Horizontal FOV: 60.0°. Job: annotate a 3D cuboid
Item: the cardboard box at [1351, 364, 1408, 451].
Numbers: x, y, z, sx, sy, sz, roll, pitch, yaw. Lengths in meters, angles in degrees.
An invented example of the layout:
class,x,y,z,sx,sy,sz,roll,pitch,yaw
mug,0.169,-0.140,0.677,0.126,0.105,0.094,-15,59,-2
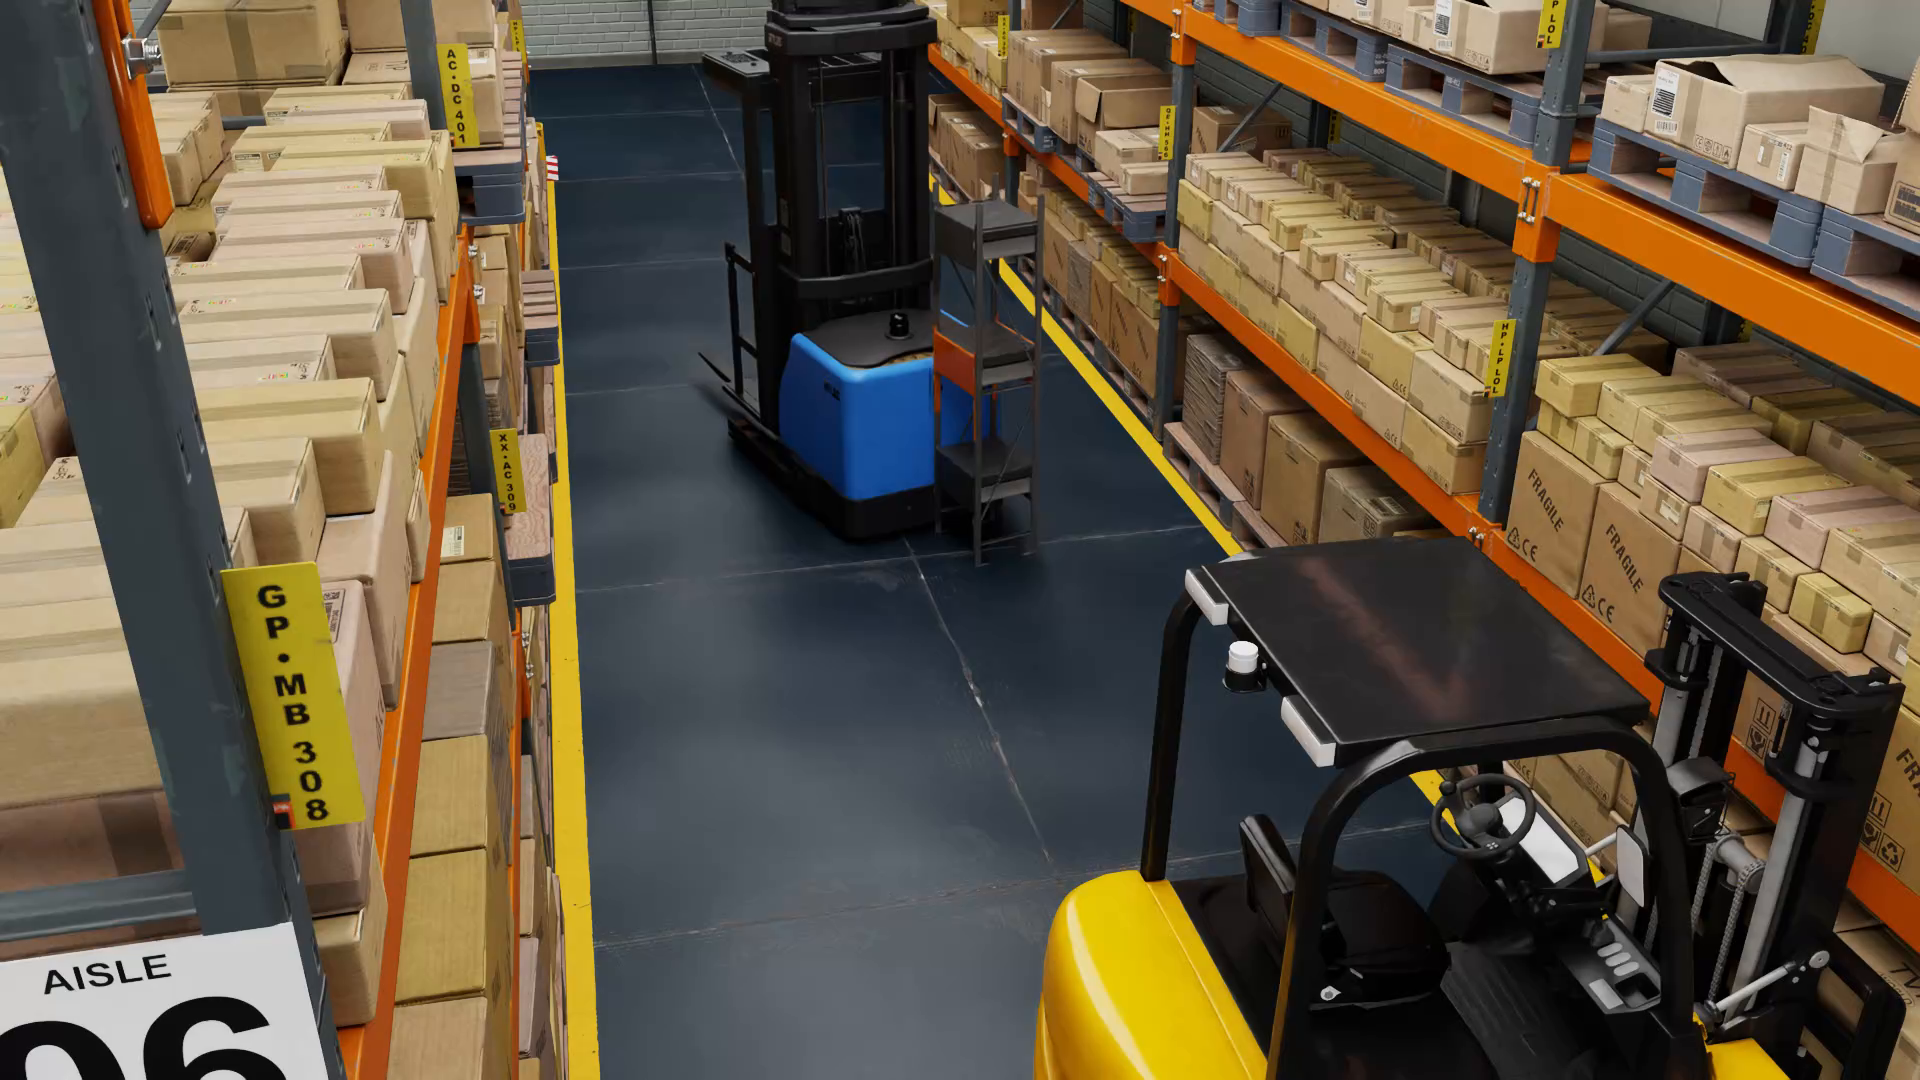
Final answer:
class,x,y,z,sx,sy,sz,roll,pitch,yaw
cardboard box,2.204,-0.652,7.880,0.500,0.250,0.500,-6,27,-12

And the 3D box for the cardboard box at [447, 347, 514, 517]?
class,x,y,z,sx,sy,sz,roll,pitch,yaw
cardboard box,-1.970,-0.399,6.304,0.500,0.500,0.500,-5,27,-10

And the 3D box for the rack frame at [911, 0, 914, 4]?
class,x,y,z,sx,sy,sz,roll,pitch,yaw
rack frame,-0.013,-5.572,17.461,1.000,3.000,0.127,-6,27,-12

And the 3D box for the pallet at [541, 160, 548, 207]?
class,x,y,z,sx,sy,sz,roll,pitch,yaw
pallet,-4.591,-3.479,16.408,1.003,0.211,1.213,-6,27,-12

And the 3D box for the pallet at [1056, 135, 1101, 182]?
class,x,y,z,sx,sy,sz,roll,pitch,yaw
pallet,1.347,-2.828,12.237,1.003,0.211,1.213,-6,27,-12

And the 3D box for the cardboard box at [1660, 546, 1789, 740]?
class,x,y,z,sx,sy,sz,roll,pitch,yaw
cardboard box,2.786,0.321,5.673,0.500,0.500,0.500,-6,27,-12

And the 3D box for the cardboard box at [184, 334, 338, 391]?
class,x,y,z,sx,sy,sz,roll,pitch,yaw
cardboard box,-1.325,-0.244,2.970,0.380,0.149,0.250,-6,27,-12

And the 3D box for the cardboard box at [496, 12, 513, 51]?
class,x,y,z,sx,sy,sz,roll,pitch,yaw
cardboard box,-3.601,-3.631,12.395,0.500,0.500,0.500,-5,27,-10

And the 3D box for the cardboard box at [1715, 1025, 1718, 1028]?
class,x,y,z,sx,sy,sz,roll,pitch,yaw
cardboard box,2.834,1.652,5.734,0.500,0.250,0.500,-5,27,-10

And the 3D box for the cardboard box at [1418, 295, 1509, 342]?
class,x,y,z,sx,sy,sz,roll,pitch,yaw
cardboard box,2.319,-0.990,7.552,0.380,0.149,0.250,-6,27,-12

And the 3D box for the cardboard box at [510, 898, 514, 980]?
class,x,y,z,sx,sy,sz,roll,pitch,yaw
cardboard box,-1.420,1.094,4.533,0.380,0.149,0.250,-6,27,-11

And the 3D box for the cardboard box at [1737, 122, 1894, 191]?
class,x,y,z,sx,sy,sz,roll,pitch,yaw
cardboard box,2.670,-1.198,5.168,0.380,0.149,0.250,-5,27,-10

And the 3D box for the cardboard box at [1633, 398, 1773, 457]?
class,x,y,z,sx,sy,sz,roll,pitch,yaw
cardboard box,2.688,-0.385,6.022,0.380,0.149,0.250,-6,27,-13

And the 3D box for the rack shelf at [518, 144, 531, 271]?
class,x,y,z,sx,sy,sz,roll,pitch,yaw
rack shelf,-3.496,-2.112,11.403,1.077,0.370,4.000,-6,27,-12

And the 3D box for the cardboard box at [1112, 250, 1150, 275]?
class,x,y,z,sx,sy,sz,roll,pitch,yaw
cardboard box,1.309,-1.970,11.912,0.380,0.149,0.250,-5,27,-10

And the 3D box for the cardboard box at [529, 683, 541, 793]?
class,x,y,z,sx,sy,sz,roll,pitch,yaw
cardboard box,-2.264,0.957,6.975,0.950,0.372,0.625,-6,27,-11

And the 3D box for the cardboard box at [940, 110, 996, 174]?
class,x,y,z,sx,sy,sz,roll,pitch,yaw
cardboard box,0.187,-3.987,16.628,0.700,0.500,0.500,-5,27,-9

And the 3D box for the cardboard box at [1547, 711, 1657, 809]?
class,x,y,z,sx,sy,sz,roll,pitch,yaw
cardboard box,2.600,0.759,6.393,0.500,0.250,0.500,-6,27,-12

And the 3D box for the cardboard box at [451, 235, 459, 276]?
class,x,y,z,sx,sy,sz,roll,pitch,yaw
cardboard box,-1.775,-0.918,5.190,0.380,0.149,0.250,-6,27,-11

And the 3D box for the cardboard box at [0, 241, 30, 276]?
class,x,y,z,sx,sy,sz,roll,pitch,yaw
cardboard box,-1.960,-0.536,3.548,0.380,0.149,0.250,-5,27,-11

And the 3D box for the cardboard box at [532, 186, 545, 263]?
class,x,y,z,sx,sy,sz,roll,pitch,yaw
cardboard box,-3.983,-2.641,14.031,0.875,0.438,0.875,-6,27,-12

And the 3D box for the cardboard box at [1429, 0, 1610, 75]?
class,x,y,z,sx,sy,sz,roll,pitch,yaw
cardboard box,2.291,-2.129,6.832,0.500,0.311,0.500,-7,28,-13

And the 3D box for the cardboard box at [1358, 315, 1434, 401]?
class,x,y,z,sx,sy,sz,roll,pitch,yaw
cardboard box,2.209,-0.875,7.767,0.500,0.250,0.500,-7,28,-13

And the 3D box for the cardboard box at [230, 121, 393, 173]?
class,x,y,z,sx,sy,sz,roll,pitch,yaw
cardboard box,-1.755,-1.035,4.537,0.380,0.149,0.250,-5,27,-10

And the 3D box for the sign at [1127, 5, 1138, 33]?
class,x,y,z,sx,sy,sz,roll,pitch,yaw
sign,1.429,-4.391,13.836,0.100,0.325,0.005,-6,27,-12

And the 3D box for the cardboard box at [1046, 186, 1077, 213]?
class,x,y,z,sx,sy,sz,roll,pitch,yaw
cardboard box,0.917,-2.768,13.493,0.380,0.149,0.250,-7,28,-14

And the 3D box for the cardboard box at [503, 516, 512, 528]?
class,x,y,z,sx,sy,sz,roll,pitch,yaw
cardboard box,-1.960,-0.149,6.529,0.380,0.149,0.250,-6,27,-11

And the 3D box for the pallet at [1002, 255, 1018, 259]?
class,x,y,z,sx,sy,sz,roll,pitch,yaw
pallet,0.735,-2.873,15.208,1.003,0.211,1.213,-6,27,-12

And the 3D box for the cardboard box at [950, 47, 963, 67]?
class,x,y,z,sx,sy,sz,roll,pitch,yaw
cardboard box,0.115,-4.604,15.821,0.380,0.149,0.250,-5,27,-10

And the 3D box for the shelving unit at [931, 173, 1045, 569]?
class,x,y,z,sx,sy,sz,roll,pitch,yaw
shelving unit,0.146,-0.917,9.236,0.431,2.100,0.503,-14,30,-25

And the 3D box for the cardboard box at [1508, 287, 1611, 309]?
class,x,y,z,sx,sy,sz,roll,pitch,yaw
cardboard box,2.756,-1.048,7.666,0.380,0.149,0.250,-6,27,-12

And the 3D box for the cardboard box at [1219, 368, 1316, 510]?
class,x,y,z,sx,sy,sz,roll,pitch,yaw
cardboard box,2.072,-0.627,9.832,0.875,0.625,0.625,-5,27,-10

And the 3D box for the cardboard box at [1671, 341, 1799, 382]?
class,x,y,z,sx,sy,sz,roll,pitch,yaw
cardboard box,3.058,-0.662,6.572,0.380,0.149,0.250,-6,27,-11

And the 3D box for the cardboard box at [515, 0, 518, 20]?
class,x,y,z,sx,sy,sz,roll,pitch,yaw
cardboard box,-4.141,-4.705,14.523,0.500,0.500,0.500,-6,27,-12

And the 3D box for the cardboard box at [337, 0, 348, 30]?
class,x,y,z,sx,sy,sz,roll,pitch,yaw
cardboard box,-2.650,-2.169,6.534,0.500,0.250,0.500,-6,27,-11

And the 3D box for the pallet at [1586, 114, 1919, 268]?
class,x,y,z,sx,sy,sz,roll,pitch,yaw
pallet,2.909,-1.232,5.632,1.003,0.211,1.213,-6,27,-12

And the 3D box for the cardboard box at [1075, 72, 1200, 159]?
class,x,y,z,sx,sy,sz,roll,pitch,yaw
cardboard box,1.242,-2.992,11.768,0.797,0.503,0.637,-7,28,-13

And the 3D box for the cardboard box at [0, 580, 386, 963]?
class,x,y,z,sx,sy,sz,roll,pitch,yaw
cardboard box,-1.096,0.305,2.325,0.500,0.250,0.500,-6,27,-13

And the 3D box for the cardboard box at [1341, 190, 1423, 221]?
class,x,y,z,sx,sy,sz,roll,pitch,yaw
cardboard box,2.334,-1.826,9.207,0.380,0.149,0.250,-6,27,-12

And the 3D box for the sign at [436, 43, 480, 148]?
class,x,y,z,sx,sy,sz,roll,pitch,yaw
sign,-1.617,-1.427,5.346,0.100,0.325,0.005,-6,27,-12

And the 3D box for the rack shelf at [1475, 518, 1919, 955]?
class,x,y,z,sx,sy,sz,roll,pitch,yaw
rack shelf,3.142,0.895,5.447,1.077,0.370,4.000,-6,27,-12

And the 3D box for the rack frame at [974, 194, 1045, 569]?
class,x,y,z,sx,sy,sz,roll,pitch,yaw
rack frame,0.261,-0.820,9.044,0.400,2.100,0.015,-14,30,-25

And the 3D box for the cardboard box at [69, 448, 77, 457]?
class,x,y,z,sx,sy,sz,roll,pitch,yaw
cardboard box,-1.854,-0.093,3.113,0.500,0.250,0.500,-5,27,-10

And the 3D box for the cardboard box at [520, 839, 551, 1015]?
class,x,y,z,sx,sy,sz,roll,pitch,yaw
cardboard box,-1.632,1.362,5.476,0.500,0.500,0.500,-5,27,-11

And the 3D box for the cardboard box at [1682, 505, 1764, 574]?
class,x,y,z,sx,sy,sz,roll,pitch,yaw
cardboard box,2.694,-0.016,5.621,0.380,0.149,0.250,-6,27,-12

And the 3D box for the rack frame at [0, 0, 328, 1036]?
class,x,y,z,sx,sy,sz,roll,pitch,yaw
rack frame,-1.242,-0.721,1.191,1.000,3.000,0.127,-6,27,-12

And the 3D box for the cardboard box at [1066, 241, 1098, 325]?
class,x,y,z,sx,sy,sz,roll,pitch,yaw
cardboard box,1.127,-1.972,12.636,0.500,0.500,0.500,-7,28,-13

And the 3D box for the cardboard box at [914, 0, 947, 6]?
class,x,y,z,sx,sy,sz,roll,pitch,yaw
cardboard box,-0.173,-5.412,16.979,0.500,0.250,0.500,-6,27,-11

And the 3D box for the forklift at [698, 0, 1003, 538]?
class,x,y,z,sx,sy,sz,roll,pitch,yaw
forklift,-0.878,-1.950,10.361,1.130,2.935,3.031,-14,30,-25

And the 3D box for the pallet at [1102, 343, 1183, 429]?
class,x,y,z,sx,sy,sz,roll,pitch,yaw
pallet,1.659,-1.147,11.789,1.003,0.211,1.213,-6,27,-12

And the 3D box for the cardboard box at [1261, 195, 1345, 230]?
class,x,y,z,sx,sy,sz,roll,pitch,yaw
cardboard box,1.876,-1.777,9.110,0.380,0.149,0.250,-6,27,-11
